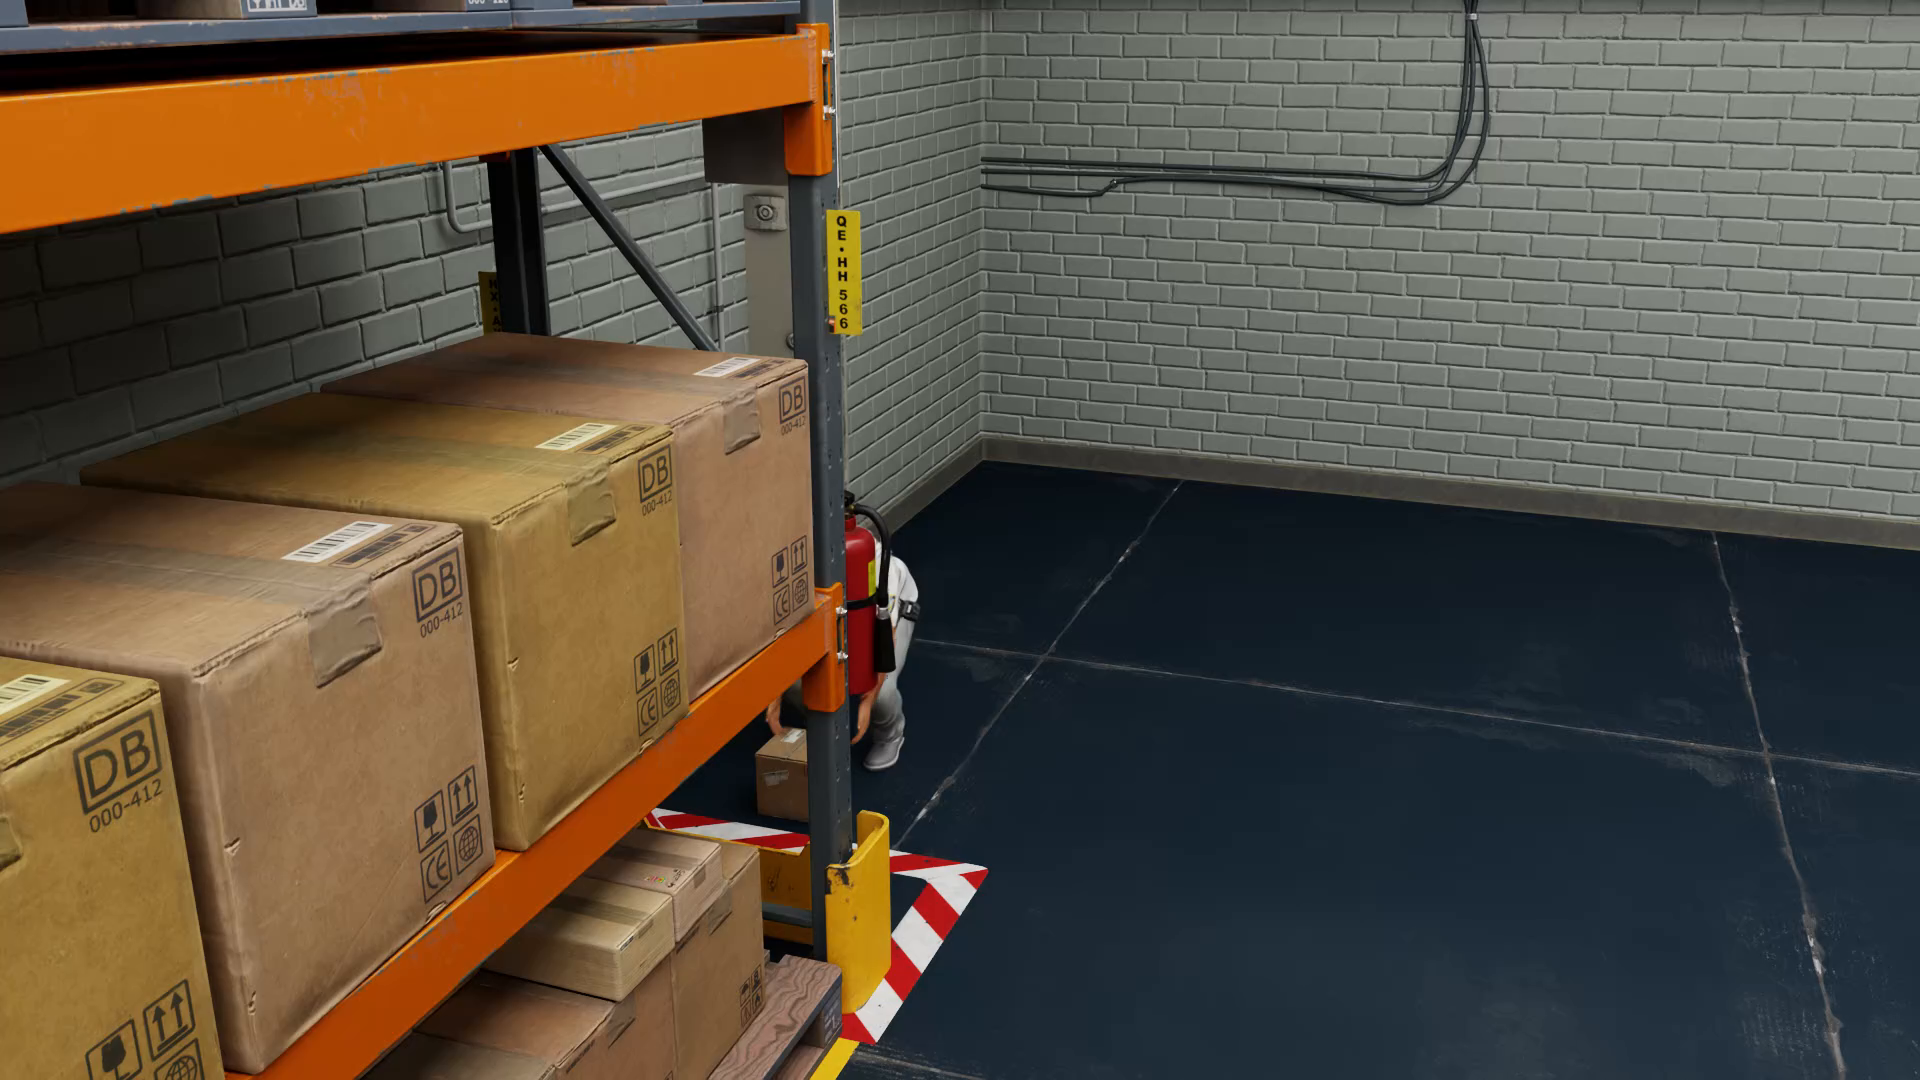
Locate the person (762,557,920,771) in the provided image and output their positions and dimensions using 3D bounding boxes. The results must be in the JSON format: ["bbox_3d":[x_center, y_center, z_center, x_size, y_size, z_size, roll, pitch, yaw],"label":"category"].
[{"bbox_3d":[-0.444,0.413,6.400,0.526,0.992,0.847,6,20,18],"label":"person"}]
